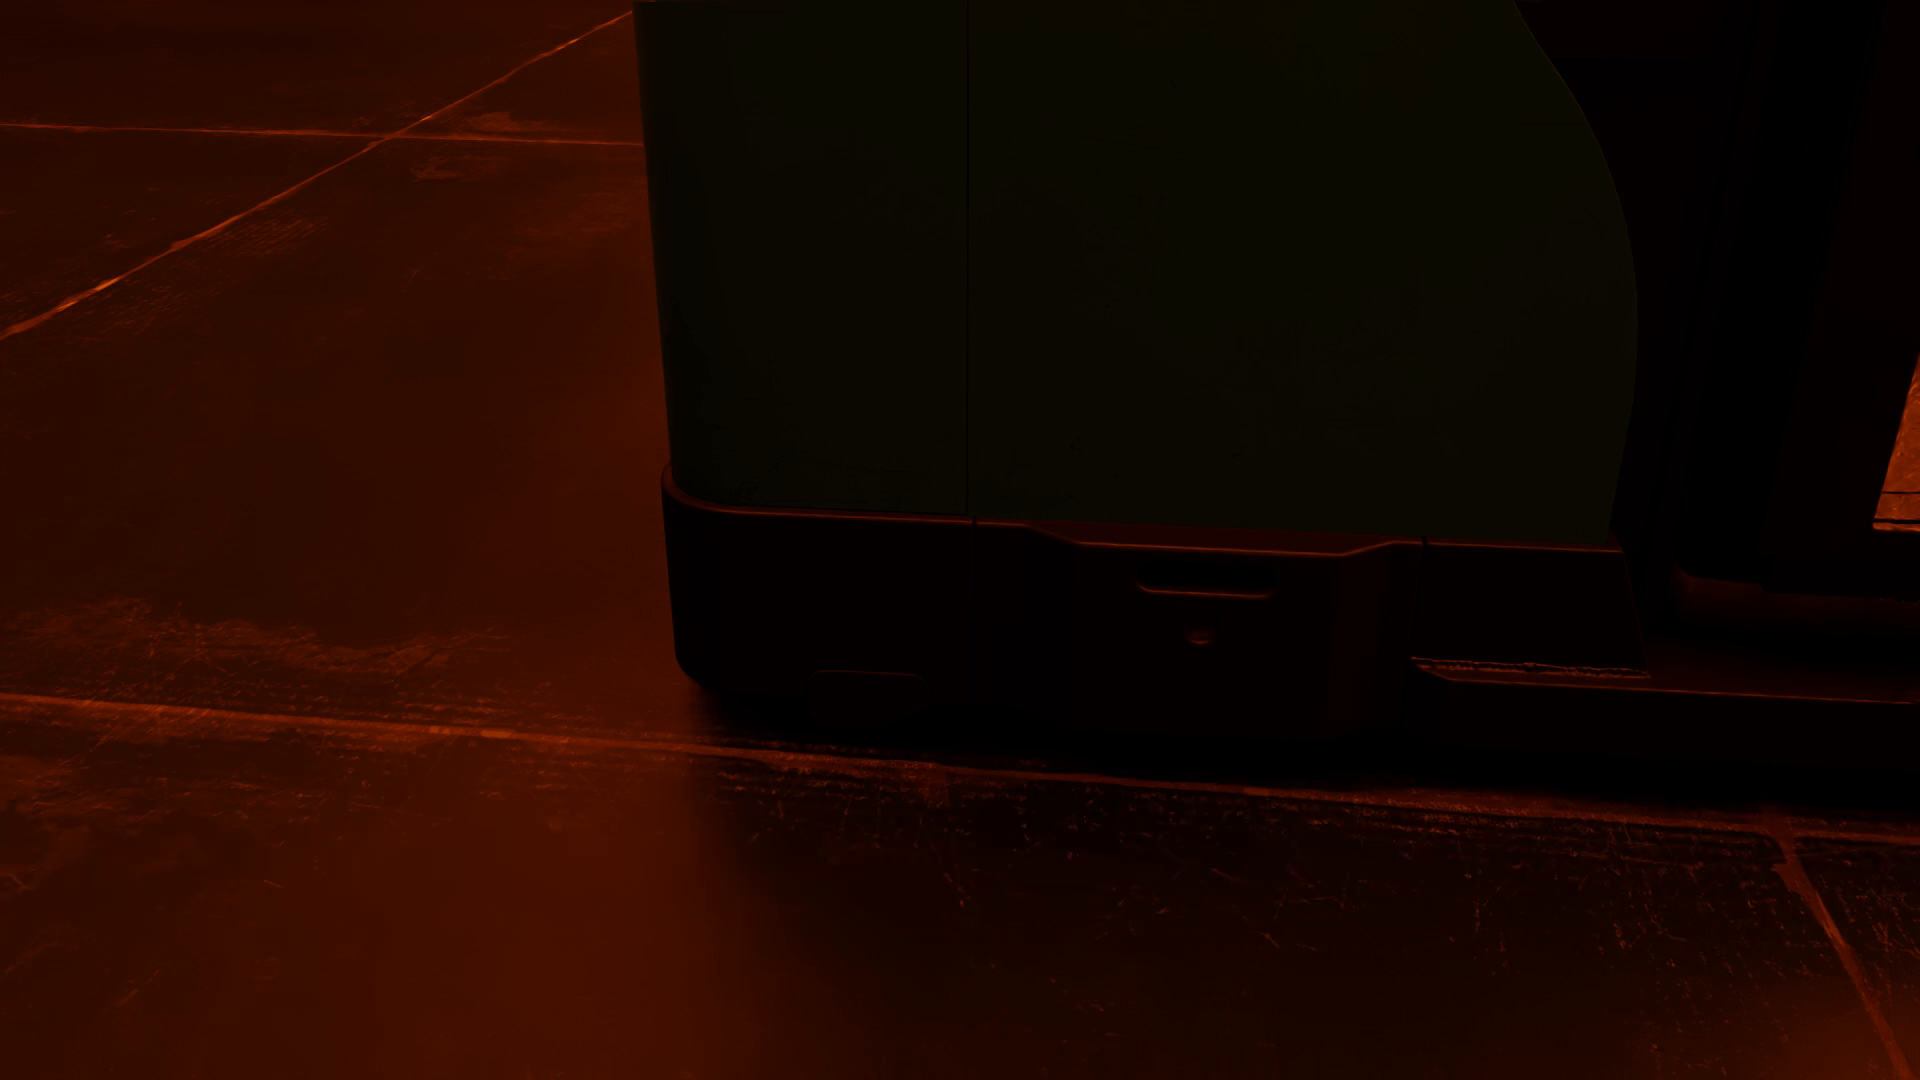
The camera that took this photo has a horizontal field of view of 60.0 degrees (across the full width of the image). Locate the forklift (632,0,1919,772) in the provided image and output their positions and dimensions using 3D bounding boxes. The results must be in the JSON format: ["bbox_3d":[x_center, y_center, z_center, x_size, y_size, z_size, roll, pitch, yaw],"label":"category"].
[{"bbox_3d":[1.198,-1.233,1.688,3.031,2.935,1.130,3,27,5],"label":"forklift"}]
